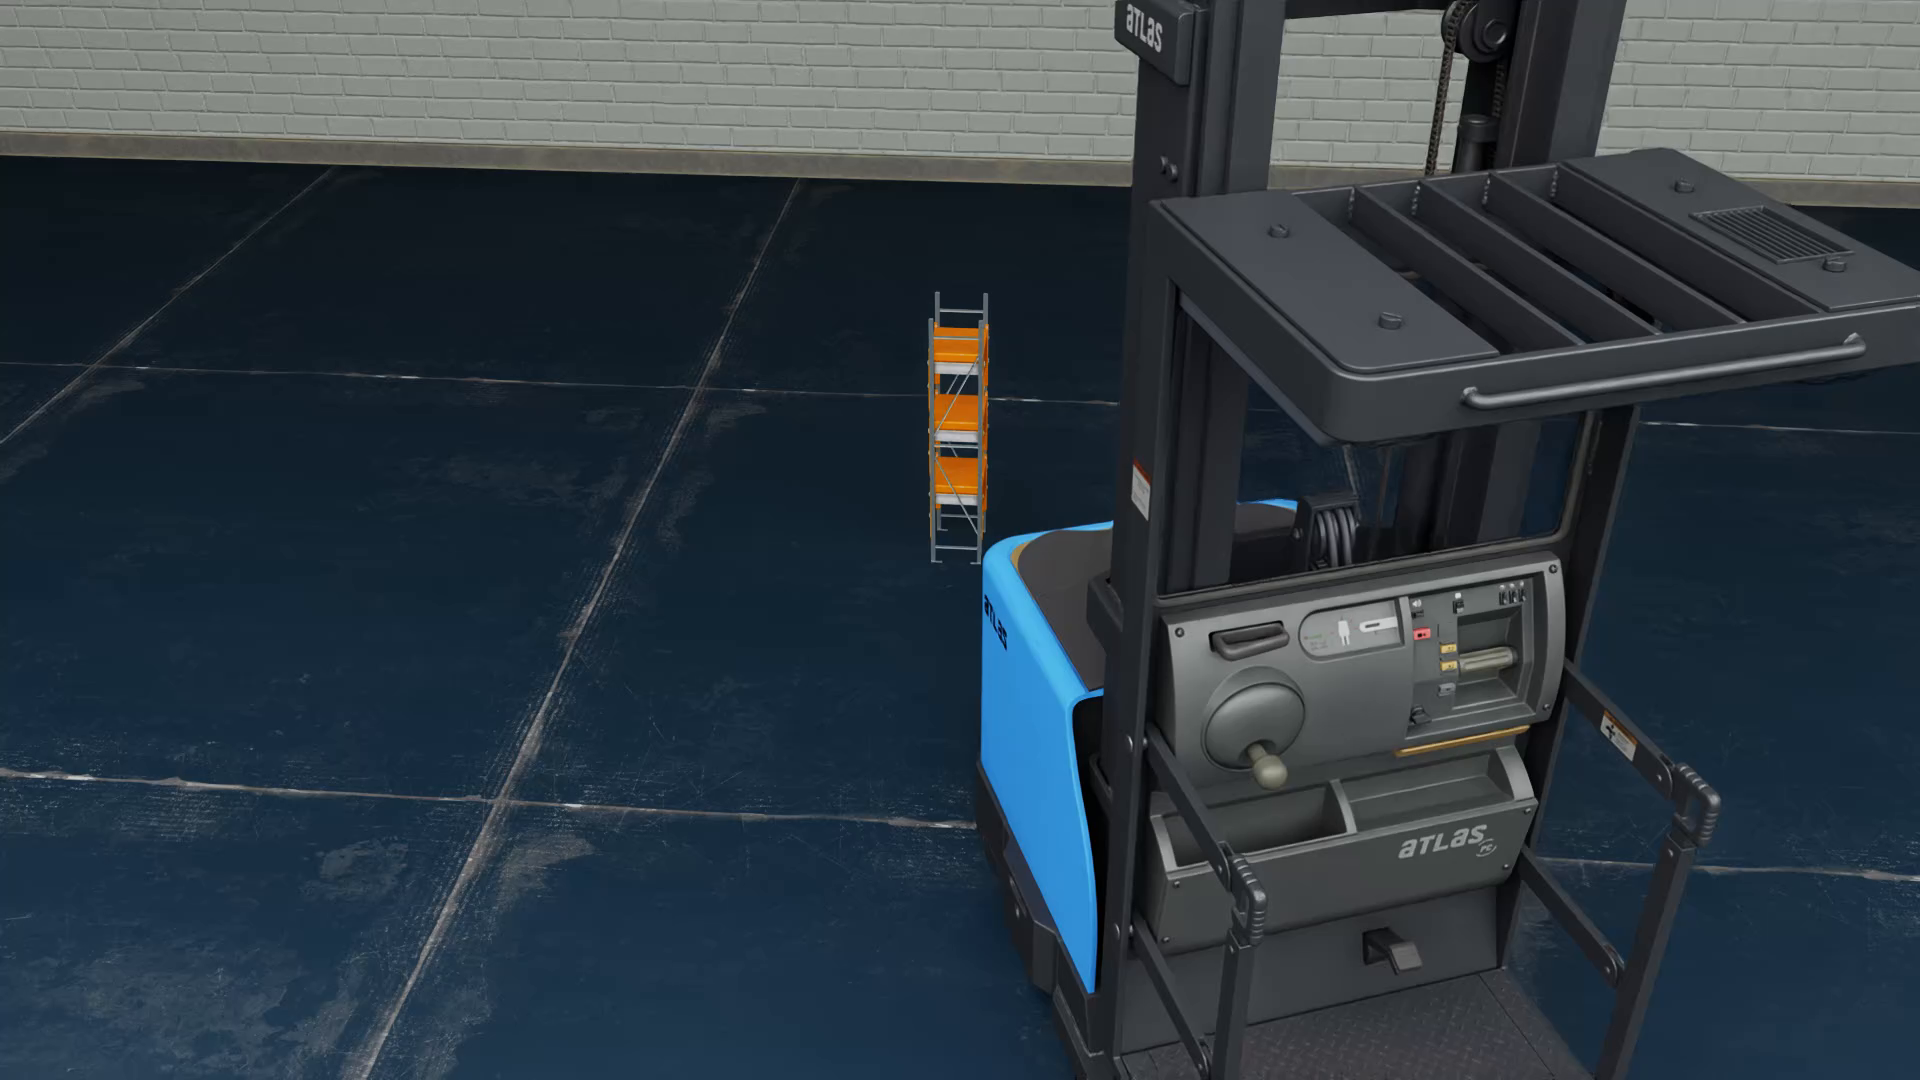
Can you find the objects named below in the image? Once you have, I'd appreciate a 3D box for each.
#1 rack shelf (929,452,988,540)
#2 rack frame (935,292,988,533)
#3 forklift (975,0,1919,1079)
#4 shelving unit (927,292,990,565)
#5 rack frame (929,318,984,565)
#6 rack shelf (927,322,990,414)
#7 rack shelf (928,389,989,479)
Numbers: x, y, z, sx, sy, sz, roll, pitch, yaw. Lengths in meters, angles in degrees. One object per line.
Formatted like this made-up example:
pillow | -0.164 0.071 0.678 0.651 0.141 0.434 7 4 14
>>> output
rack shelf | -0.004 -0.173 6.581 0.215 0.259 0.240 2 32 4
rack frame | 0.006 -0.483 6.533 0.200 1.050 0.008 2 32 4
forklift | 0.946 0.336 3.411 1.130 2.935 3.031 -9 33 -14
shelving unit | -0.004 -0.419 6.429 0.215 1.050 0.252 2 32 4
rack frame | -0.014 -0.355 6.326 0.200 1.050 0.008 2 32 4
rack shelf | -0.004 -0.652 6.286 0.215 0.259 0.240 2 32 4
rack shelf | -0.004 -0.410 6.435 0.215 0.259 0.240 2 32 4
